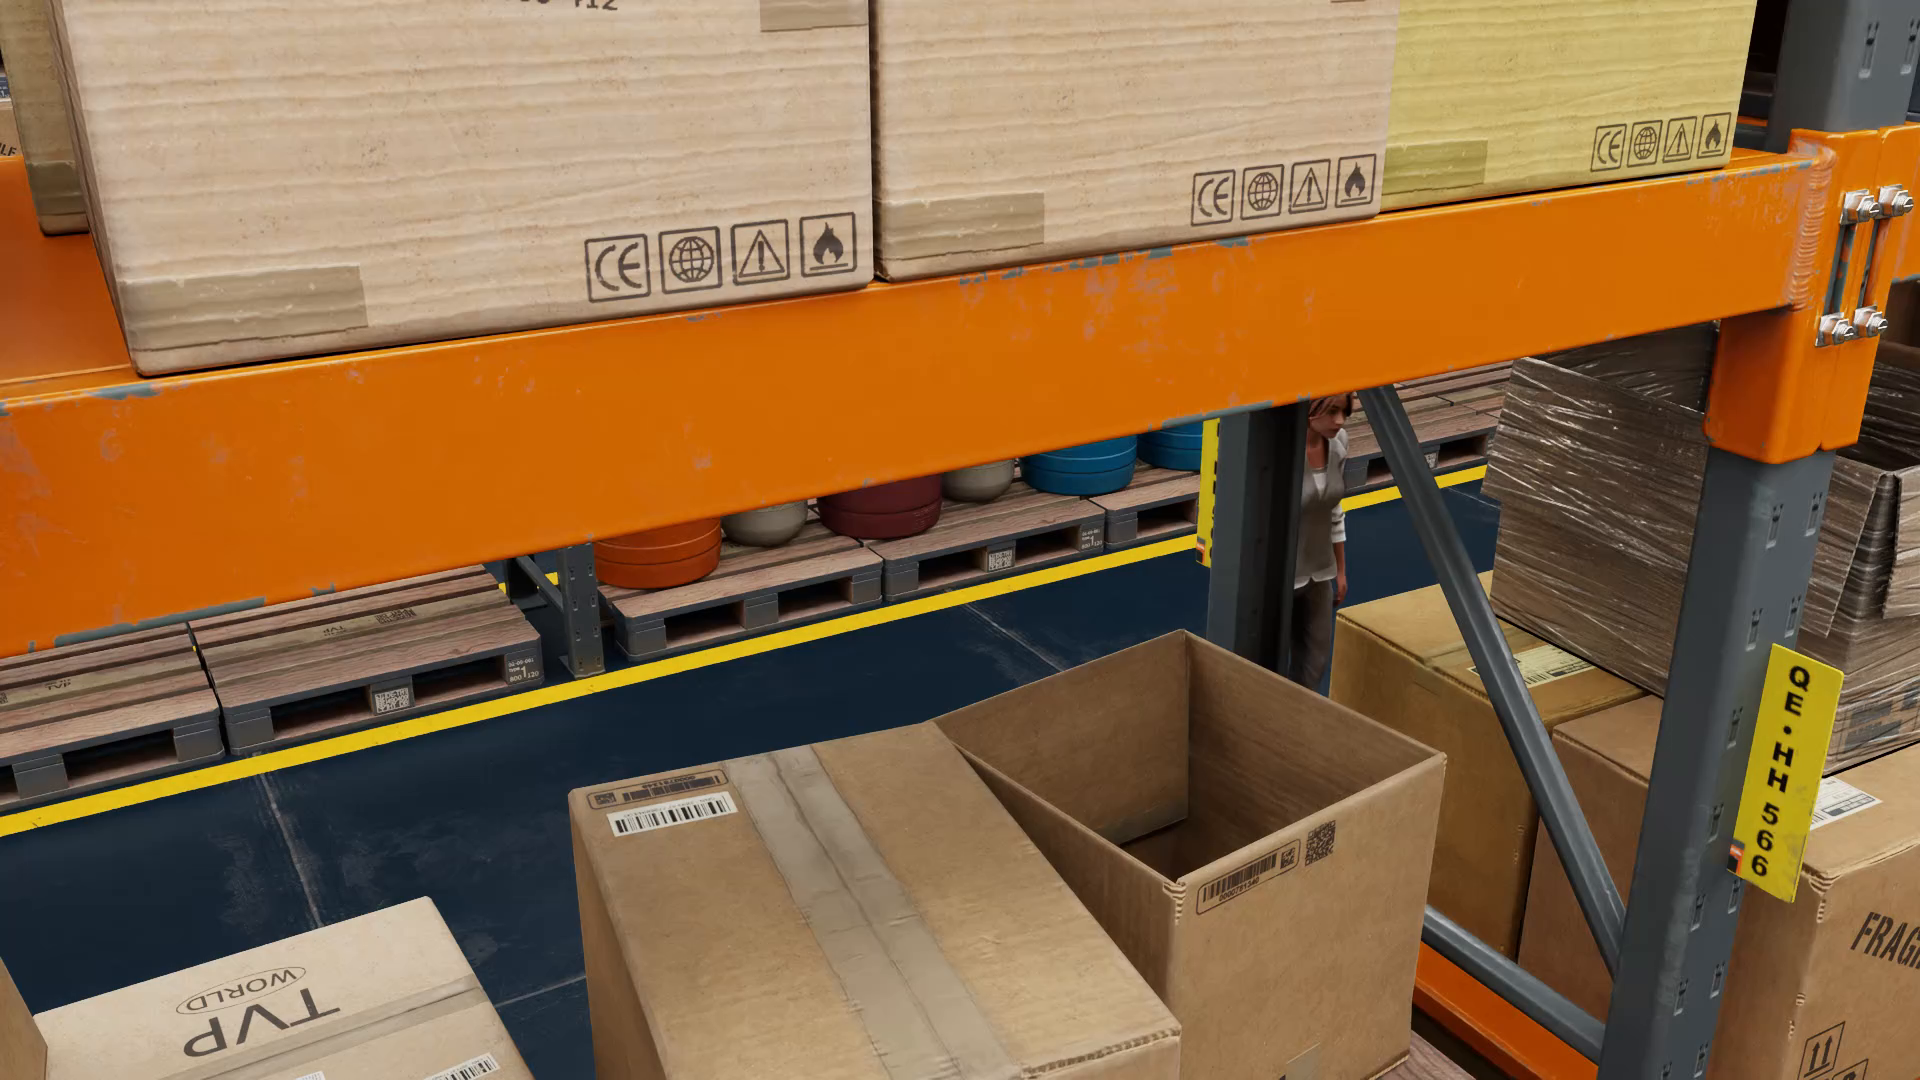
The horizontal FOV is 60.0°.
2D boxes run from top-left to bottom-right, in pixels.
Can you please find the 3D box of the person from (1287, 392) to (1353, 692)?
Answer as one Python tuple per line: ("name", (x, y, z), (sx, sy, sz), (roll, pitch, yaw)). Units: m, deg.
("person", (1.137, 0.154, 5.724), (0.464, 1.593, 0.345), (-13, 25, -28))
